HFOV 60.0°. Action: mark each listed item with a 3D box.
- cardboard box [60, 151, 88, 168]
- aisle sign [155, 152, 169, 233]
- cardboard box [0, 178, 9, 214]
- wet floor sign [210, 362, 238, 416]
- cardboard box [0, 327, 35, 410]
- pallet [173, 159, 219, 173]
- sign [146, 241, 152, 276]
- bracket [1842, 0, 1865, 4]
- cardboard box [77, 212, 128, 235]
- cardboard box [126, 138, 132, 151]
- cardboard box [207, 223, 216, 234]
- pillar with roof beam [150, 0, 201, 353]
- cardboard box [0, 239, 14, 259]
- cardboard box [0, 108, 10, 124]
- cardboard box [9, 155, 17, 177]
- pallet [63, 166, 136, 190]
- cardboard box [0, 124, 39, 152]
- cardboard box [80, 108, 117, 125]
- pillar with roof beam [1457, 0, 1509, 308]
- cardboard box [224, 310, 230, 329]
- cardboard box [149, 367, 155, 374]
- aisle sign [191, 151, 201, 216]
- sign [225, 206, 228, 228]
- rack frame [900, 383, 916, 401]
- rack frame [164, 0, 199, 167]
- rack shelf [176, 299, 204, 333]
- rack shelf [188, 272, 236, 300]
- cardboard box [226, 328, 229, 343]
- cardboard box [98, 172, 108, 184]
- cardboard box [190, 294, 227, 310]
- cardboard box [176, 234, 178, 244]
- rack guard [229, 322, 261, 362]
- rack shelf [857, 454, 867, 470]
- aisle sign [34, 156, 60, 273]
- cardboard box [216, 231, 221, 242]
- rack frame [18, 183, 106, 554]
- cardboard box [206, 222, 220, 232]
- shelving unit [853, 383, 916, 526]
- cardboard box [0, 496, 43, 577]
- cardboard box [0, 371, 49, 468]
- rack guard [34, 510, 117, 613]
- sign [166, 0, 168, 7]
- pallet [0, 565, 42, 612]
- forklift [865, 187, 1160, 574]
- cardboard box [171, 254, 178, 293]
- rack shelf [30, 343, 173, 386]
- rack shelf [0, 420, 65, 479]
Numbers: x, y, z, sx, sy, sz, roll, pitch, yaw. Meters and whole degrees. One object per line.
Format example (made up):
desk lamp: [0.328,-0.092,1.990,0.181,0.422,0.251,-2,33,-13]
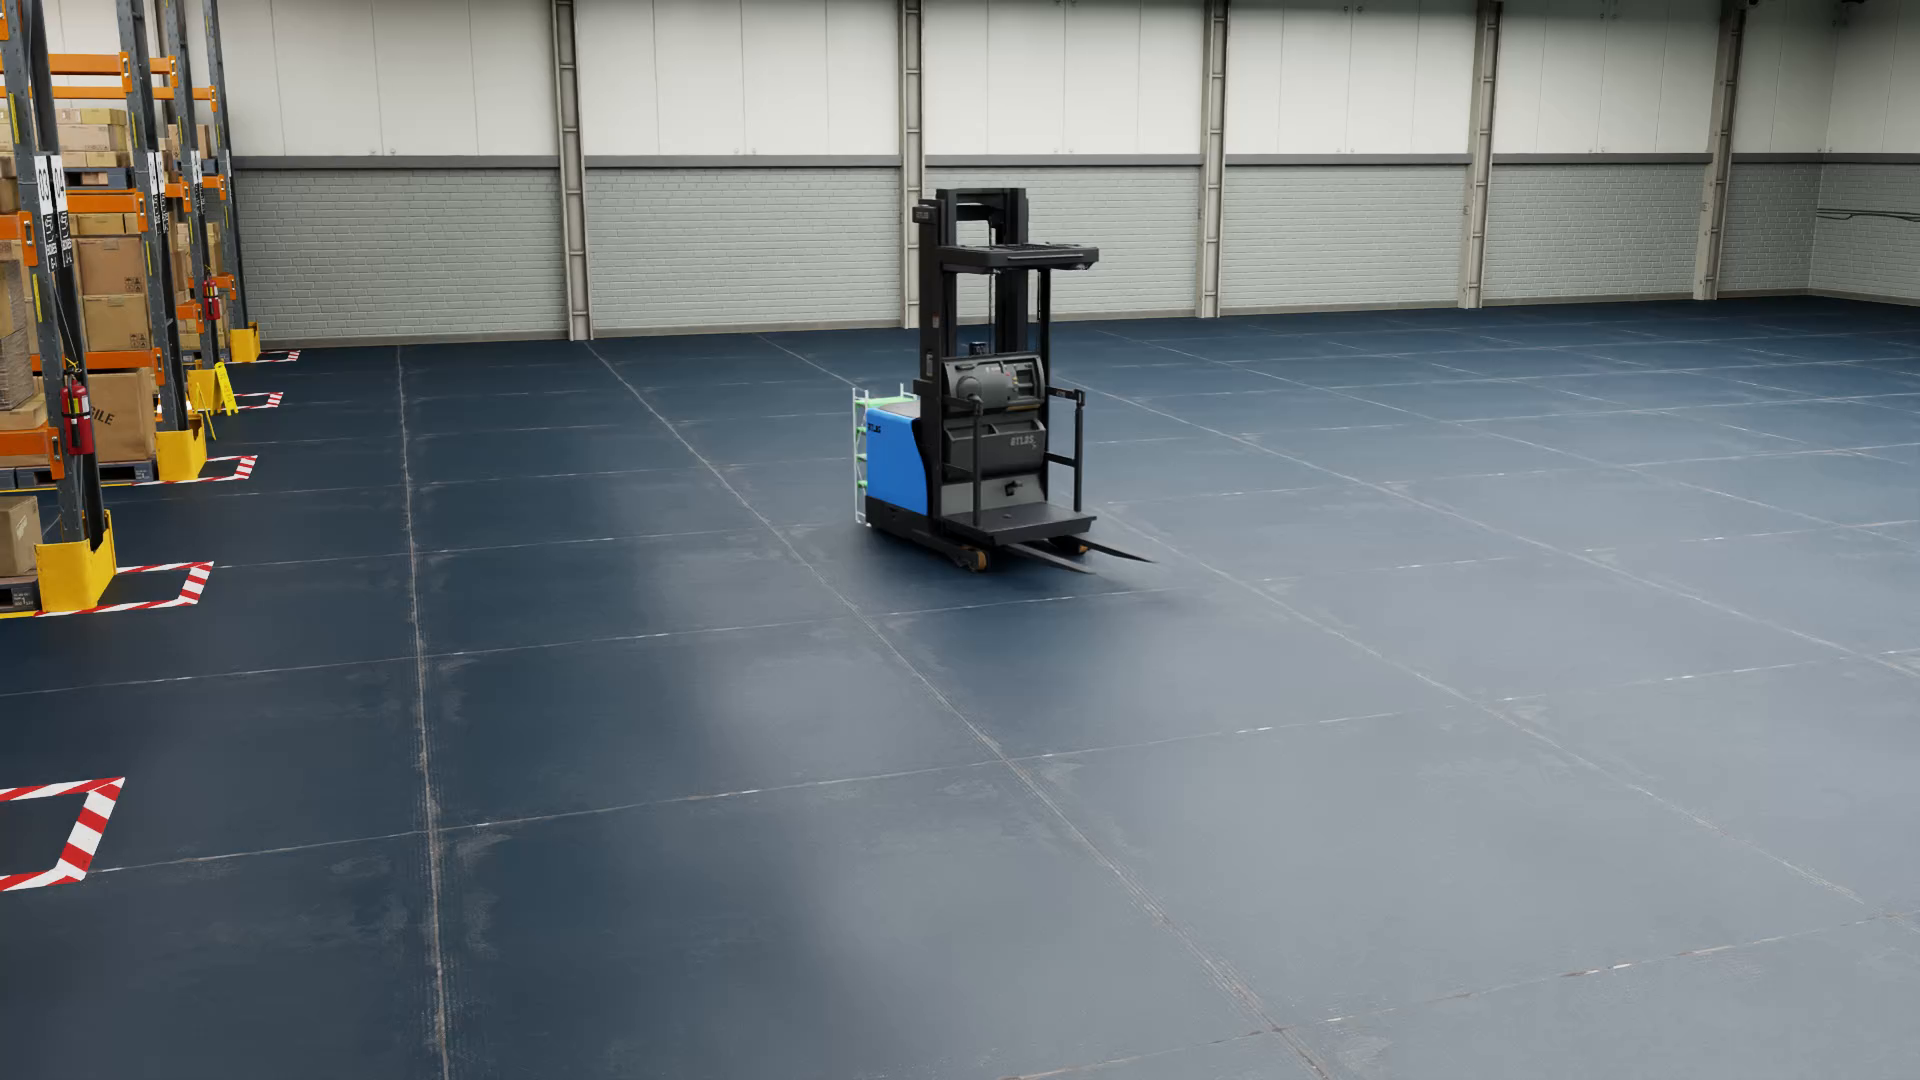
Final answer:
cardboard box: [-8.475,-3.647,15.930,0.250,0.149,0.380,-4,14,-18]
aisle sign: [-8.058,-3.510,16.800,0.004,0.787,0.394,-4,14,-18]
cardboard box: [-6.919,-2.374,11.483,0.500,0.250,0.500,-4,14,-17]
wet floor sign: [-9.182,-1.886,20.679,0.232,0.644,0.267,0,13,1]
cardboard box: [-7.073,-1.238,12.006,0.500,0.500,0.875,-4,14,-18]
pallet: [-11.969,-5.711,25.378,1.213,0.211,1.003,-4,14,-18]
sign: [-7.869,-2.733,16.136,0.005,0.325,0.100,-4,14,-18]
bracket: [18.948,-11.499,35.260,0.430,0.232,0.235,-4,14,-18]
cardboard box: [-10.600,-3.811,20.663,0.500,0.500,0.700,-4,14,-18]
cardboard box: [-10.187,-4.877,20.502,0.250,0.149,0.380,-4,14,-17]
cardboard box: [-11.563,-4.777,25.484,0.250,0.149,0.380,-4,14,-18]
pillar with roof beam: [-10.865,-6.462,21.861,0.400,9.000,9.100,-4,14,-18]
cardboard box: [-9.459,-2.681,16.276,0.550,0.550,0.875,-4,14,-18]
cardboard box: [-8.965,-3.996,15.676,0.250,0.149,0.380,-4,14,-17]
cardboard box: [-6.878,-2.690,11.949,0.250,0.149,0.380,-5,14,-18]
pallet: [-8.729,-3.533,16.225,1.213,0.211,1.003,-4,14,-18]
cardboard box: [-8.878,-3.824,15.813,0.500,0.250,0.500,-4,14,-18]
cardboard box: [-8.240,-4.053,15.914,0.250,0.149,0.380,-4,14,-18]
pillar with roof beam: [11.882,-8.233,29.308,0.548,9.000,9.100,-4,14,-18]
cardboard box: [-11.802,-3.462,26.167,0.500,0.250,0.500,-4,14,-17]
cardboard box: [-10.380,-2.368,21.028,0.500,0.500,0.500,-4,14,-18]
aisle sign: [-9.553,-4.458,20.786,0.004,0.787,0.394,-4,14,-18]
sign: [-11.131,-4.899,25.244,0.005,0.325,0.100,-4,14,-18]
rack frame: [-0.455,-0.793,14.875,0.015,1.200,0.240,-9,15,-32]
rack frame: [-9.704,-6.171,20.640,0.127,3.000,1.000,-4,14,-18]
rack shelf: [-11.599,-2.755,20.797,4.000,0.370,1.077,-4,14,-18]
rack shelf: [-13.186,-3.843,25.373,4.000,0.370,1.077,-4,14,-18]
cardboard box: [-11.818,-3.214,26.208,0.500,0.250,0.500,-4,14,-18]
cardboard box: [-10.441,-4.464,20.489,0.250,0.149,0.380,-4,14,-16]
cardboard box: [-11.806,-3.700,26.089,0.500,0.250,0.500,-5,14,-19]
cardboard box: [-12.028,-4.587,25.327,0.250,0.149,0.380,-4,14,-17]
rack guard: [-11.268,-3.127,26.207,0.348,0.500,1.175,-4,14,-18]
rack shelf: [-0.658,-0.700,14.760,0.480,0.148,0.258,-9,15,-32]
aisle sign: [-6.389,-2.283,11.639,0.004,0.787,0.394,-4,14,-18]
cardboard box: [-11.695,-4.737,25.957,0.250,0.149,0.380,-5,14,-20]
rack frame: [-6.543,-1.079,12.197,0.127,3.000,1.000,-4,14,-18]
cardboard box: [-11.677,-4.872,25.882,0.250,0.149,0.380,-5,14,-19]
shelving unit: [-0.659,-0.762,14.746,0.503,1.200,0.258,-9,15,-32]
cardboard box: [-7.140,-0.025,12.259,0.500,0.500,0.500,-2,14,-8]
cardboard box: [-9.484,-1.215,16.453,0.875,0.875,0.875,-5,14,-19]
rack guard: [-6.615,0.143,12.463,0.348,0.500,1.175,-4,14,-18]
sign: [-9.546,-6.579,19.996,0.005,0.325,0.100,-4,14,-18]
pallet: [-7.396,0.335,12.277,1.213,0.211,1.003,-4,14,-18]
forklift: [0.400,-1.301,13.277,1.130,2.935,3.031,-9,16,-32]
cardboard box: [-10.130,-3.345,20.866,0.500,0.500,0.500,-5,14,-19]
rack shelf: [-9.925,-1.677,16.264,4.000,0.370,1.077,-4,14,-18]
rack shelf: [-8.439,-0.581,11.660,4.000,0.370,1.077,-4,14,-18]
